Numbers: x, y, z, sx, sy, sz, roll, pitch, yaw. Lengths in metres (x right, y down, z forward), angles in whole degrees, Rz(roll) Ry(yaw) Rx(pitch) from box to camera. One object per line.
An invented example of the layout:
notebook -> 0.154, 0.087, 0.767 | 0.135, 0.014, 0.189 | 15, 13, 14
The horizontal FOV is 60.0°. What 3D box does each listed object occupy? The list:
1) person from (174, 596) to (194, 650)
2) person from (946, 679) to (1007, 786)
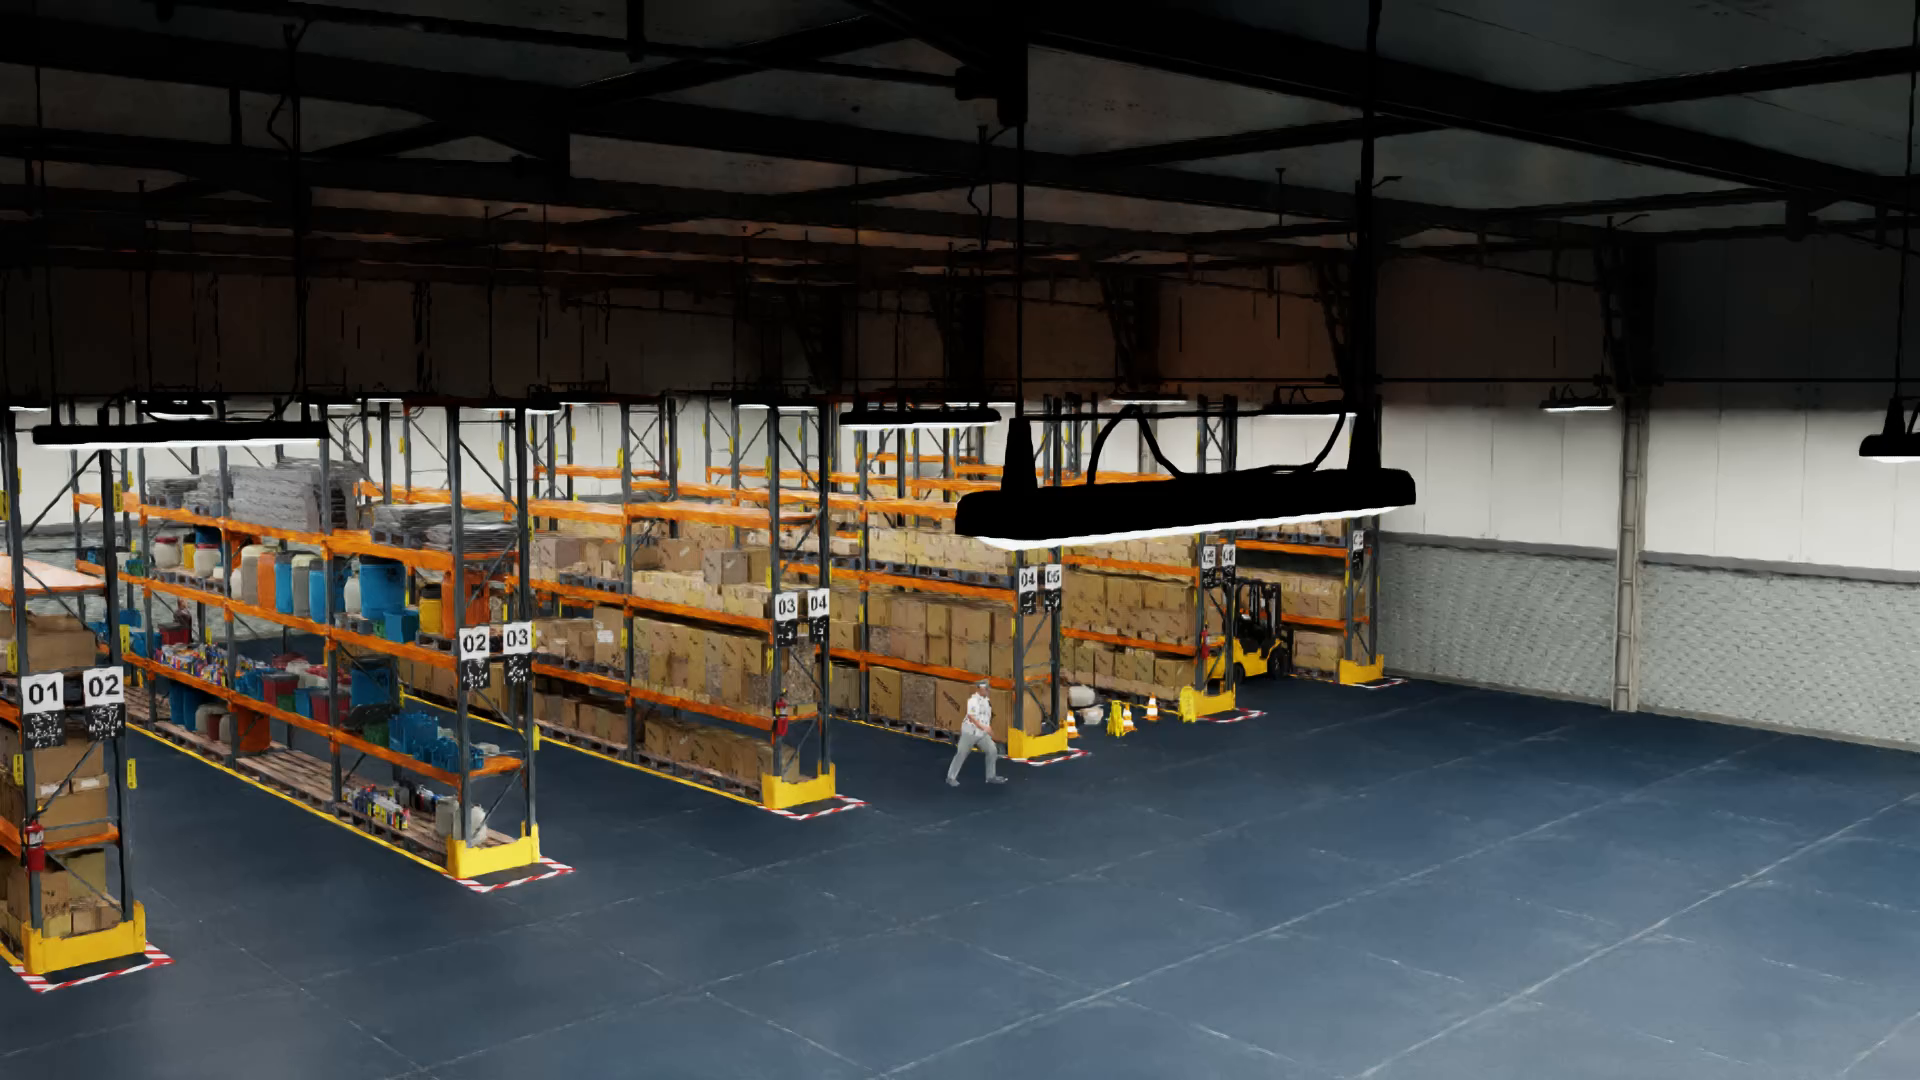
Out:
person -> -16.343, 2.048, 35.022 | 0.575, 1.774, 0.766 | -1, 6, -9
person -> 0.239, 2.976, 25.905 | 0.860, 1.687, 0.691 | 3, 6, 30
